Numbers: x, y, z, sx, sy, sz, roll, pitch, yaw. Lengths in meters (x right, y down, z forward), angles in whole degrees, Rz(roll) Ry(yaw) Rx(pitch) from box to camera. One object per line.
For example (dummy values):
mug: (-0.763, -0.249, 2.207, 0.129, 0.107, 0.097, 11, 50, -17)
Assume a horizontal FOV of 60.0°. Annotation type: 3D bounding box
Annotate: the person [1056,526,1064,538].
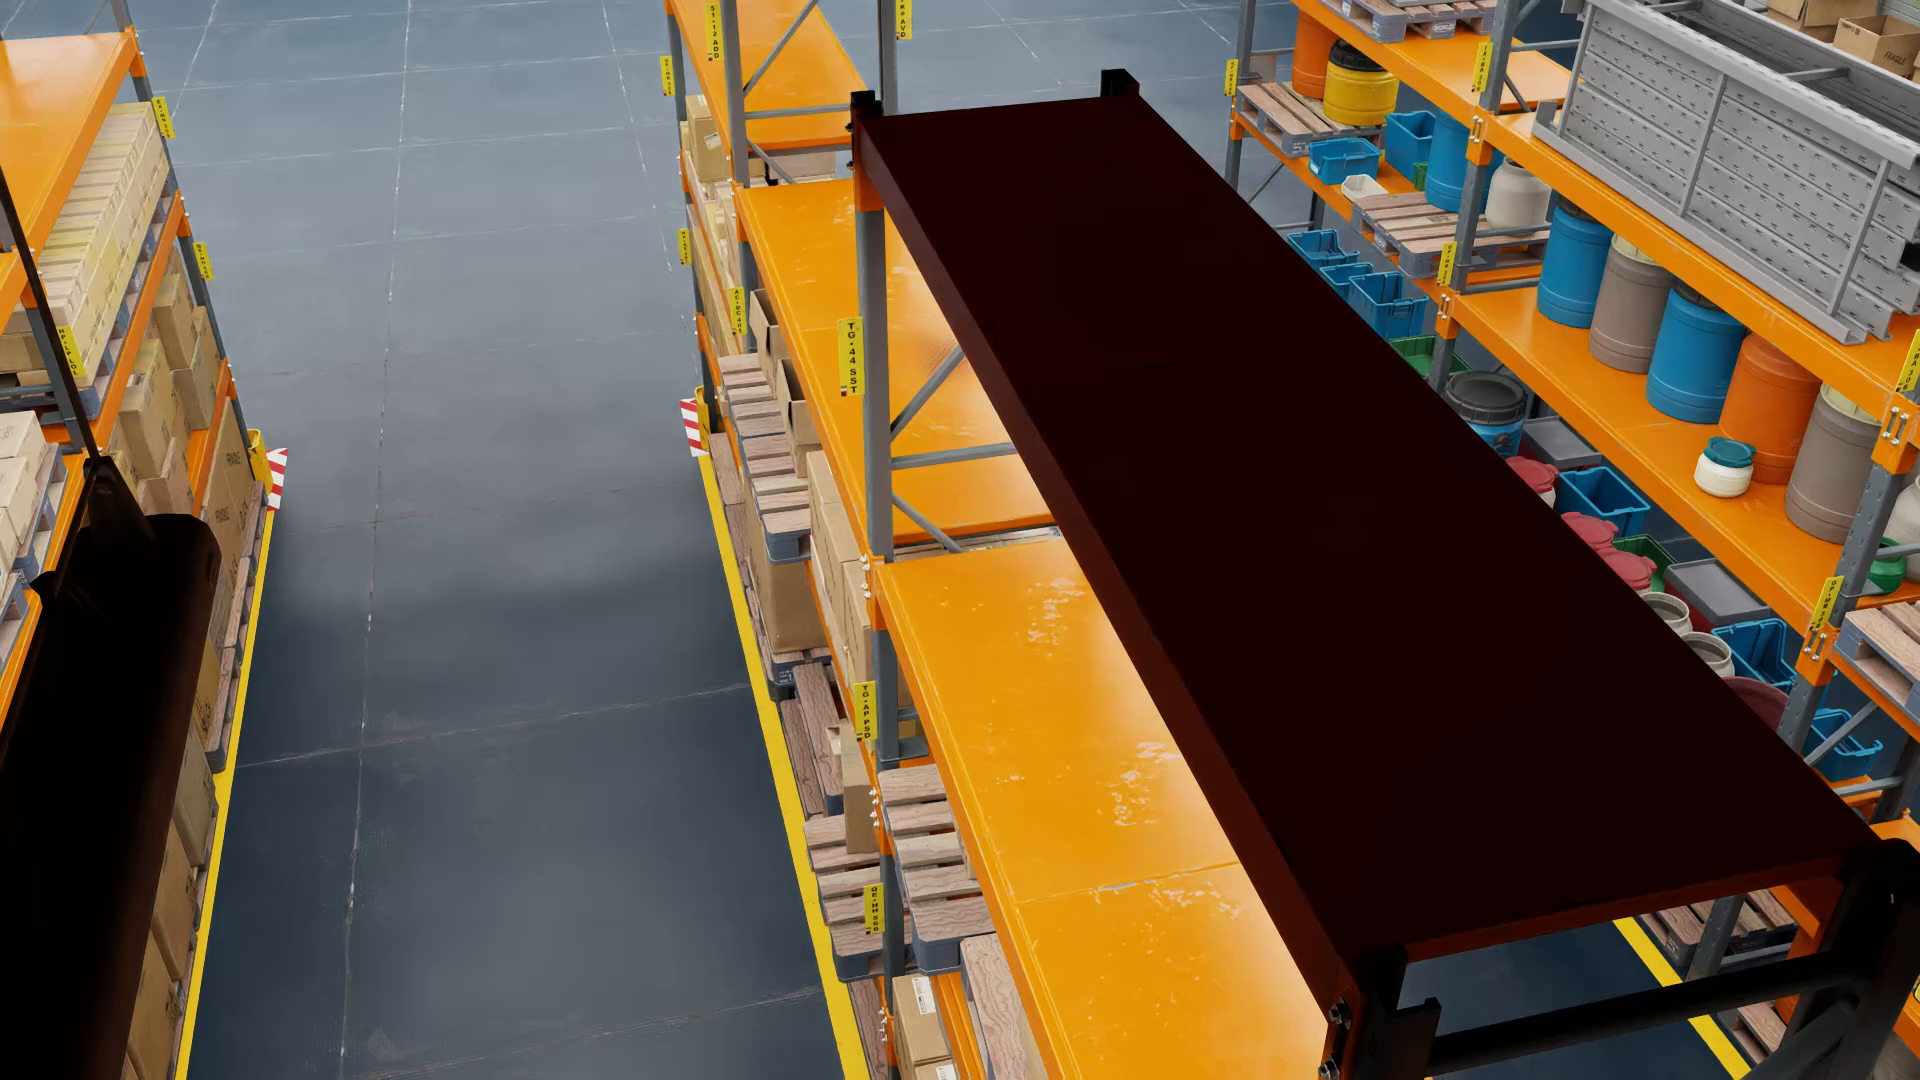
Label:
person: (0.837, 0.530, 11.603, 0.866, 1.648, 0.473, 25, 42, 32)
